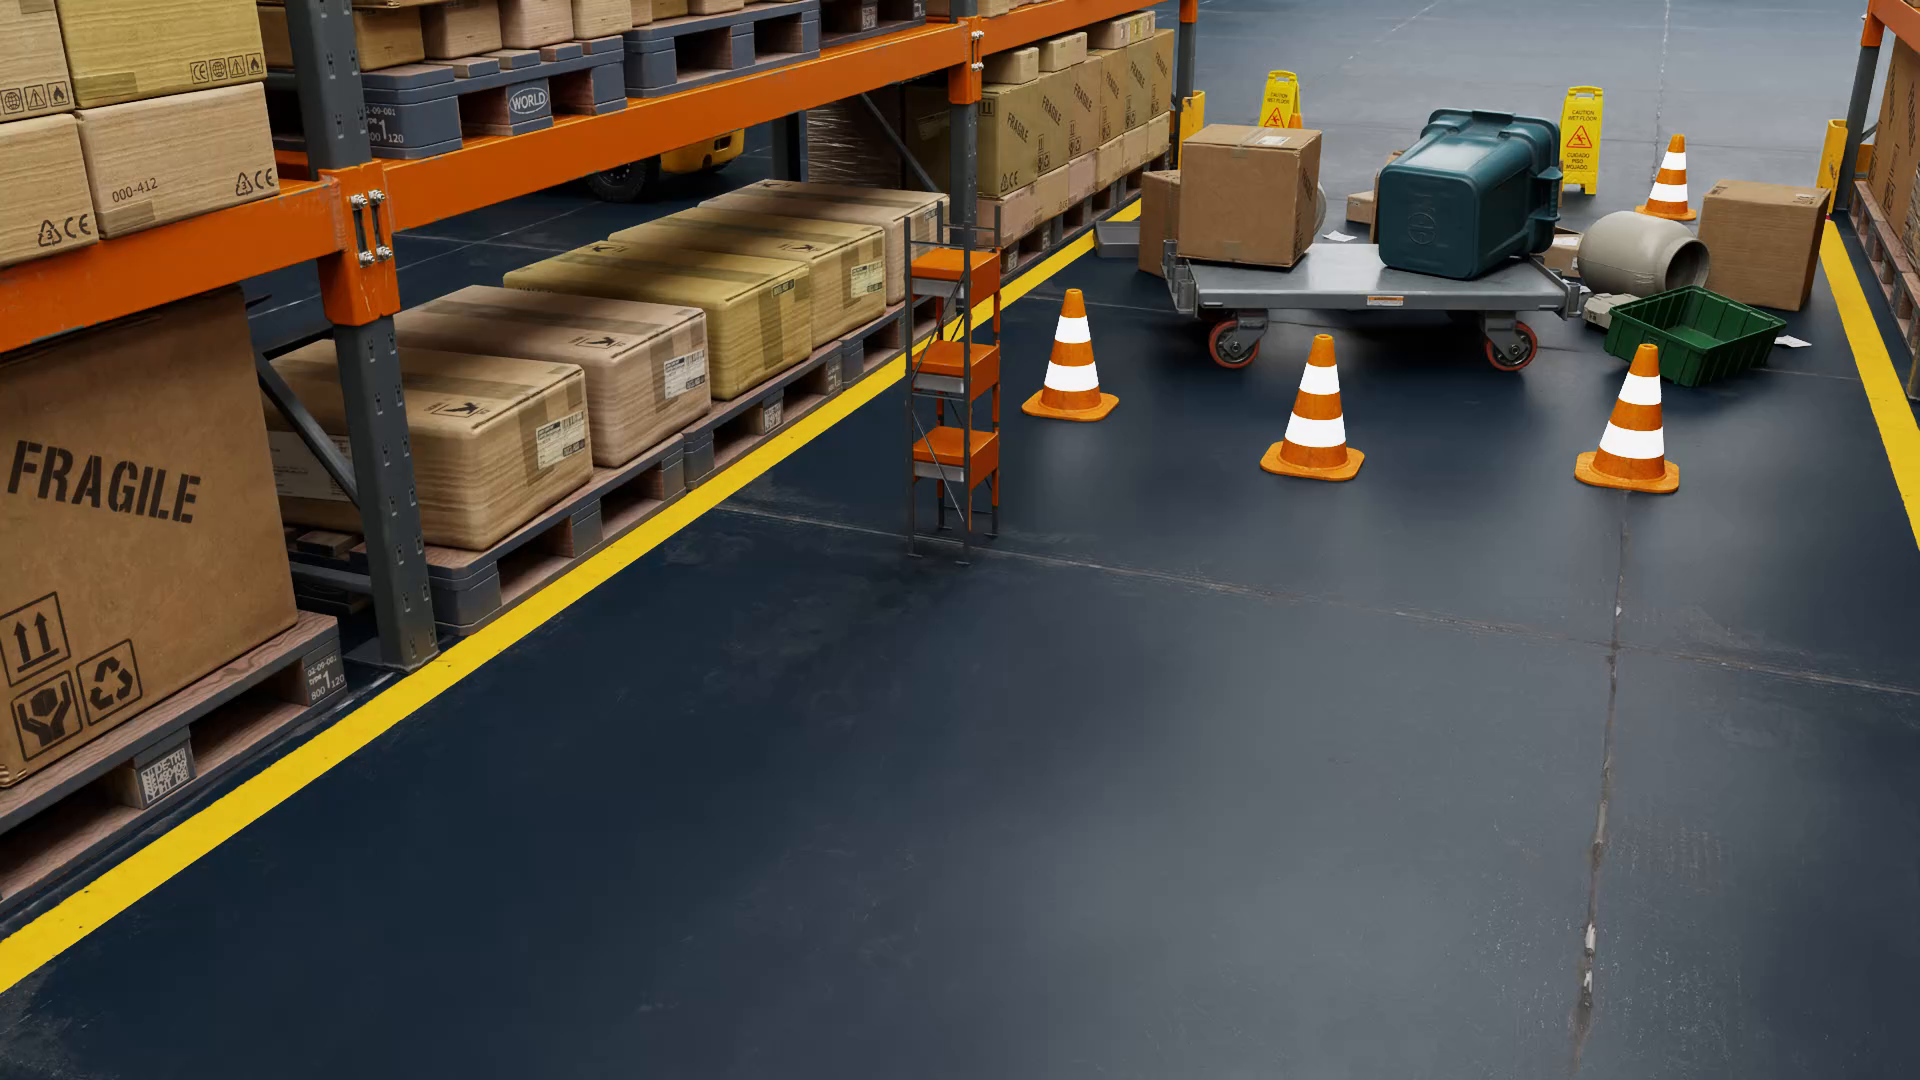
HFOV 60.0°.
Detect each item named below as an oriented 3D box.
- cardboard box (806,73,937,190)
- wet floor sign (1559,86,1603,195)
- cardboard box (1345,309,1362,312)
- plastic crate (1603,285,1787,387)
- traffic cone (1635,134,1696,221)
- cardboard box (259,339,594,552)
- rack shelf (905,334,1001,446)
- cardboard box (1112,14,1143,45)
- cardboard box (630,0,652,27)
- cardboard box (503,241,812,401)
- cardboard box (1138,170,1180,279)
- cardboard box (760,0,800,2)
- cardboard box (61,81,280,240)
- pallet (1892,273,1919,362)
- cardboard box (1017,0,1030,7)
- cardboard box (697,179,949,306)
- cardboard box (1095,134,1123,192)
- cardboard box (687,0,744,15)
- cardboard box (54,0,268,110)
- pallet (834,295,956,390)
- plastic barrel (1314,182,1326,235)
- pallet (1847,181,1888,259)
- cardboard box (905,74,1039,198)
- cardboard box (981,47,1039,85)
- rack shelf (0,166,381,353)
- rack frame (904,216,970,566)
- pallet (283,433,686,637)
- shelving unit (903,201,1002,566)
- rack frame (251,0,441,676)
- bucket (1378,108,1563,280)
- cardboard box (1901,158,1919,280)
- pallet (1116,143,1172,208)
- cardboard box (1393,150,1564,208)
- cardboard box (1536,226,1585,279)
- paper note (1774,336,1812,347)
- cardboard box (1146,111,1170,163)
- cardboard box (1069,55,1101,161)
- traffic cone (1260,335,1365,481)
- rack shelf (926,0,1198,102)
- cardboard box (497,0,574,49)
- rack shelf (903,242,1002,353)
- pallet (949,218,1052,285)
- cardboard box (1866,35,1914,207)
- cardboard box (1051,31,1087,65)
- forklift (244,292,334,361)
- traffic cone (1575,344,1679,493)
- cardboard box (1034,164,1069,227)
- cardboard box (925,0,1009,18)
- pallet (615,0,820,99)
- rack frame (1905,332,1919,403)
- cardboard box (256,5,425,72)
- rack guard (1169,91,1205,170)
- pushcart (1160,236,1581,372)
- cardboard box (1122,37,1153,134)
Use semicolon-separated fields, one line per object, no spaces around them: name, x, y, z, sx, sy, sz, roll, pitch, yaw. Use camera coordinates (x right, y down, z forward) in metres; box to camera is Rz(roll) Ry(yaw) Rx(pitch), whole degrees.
cardboard box;-0.437;-2.072;8.369;0.500;0.500;0.500;8;24;19
wet floor sign;3.884;-2.518;10.440;0.267;0.644;0.232;5;23;11
cardboard box;1.888;-1.274;7.955;0.258;0.266;0.396;-7;24;-17
plastic crate;3.074;-0.857;6.985;0.662;0.188;0.450;-17;38;-35
traffic cone;4.196;-2.153;9.803;0.336;0.463;0.334;9;24;20
cardboard box;-1.674;-0.302;4.945;0.950;0.372;0.625;7;24;16
rack shelf;-0.020;-0.456;5.006;0.215;0.259;0.240;9;24;20
cardboard box;0.853;-2.998;9.745;0.380;0.149;0.250;9;24;21
cardboard box;-1.181;-1.668;5.132;0.380;0.149;0.250;10;25;23
cardboard box;-1.120;-0.838;6.228;0.950;0.372;0.625;10;25;22
cardboard box;1.254;-1.588;8.399;0.500;0.500;0.500;-12;25;-26
cardboard box;-0.735;-2.042;6.029;0.380;0.149;0.250;9;24;20
cardboard box;-1.840;-0.832;3.546;0.500;0.250;0.500;8;24;18
pallet;4.581;-0.853;7.018;1.003;0.211;1.213;9;24;20
cardboard box;0.124;-2.699;8.146;0.380;0.149;0.250;9;24;20
cardboard box;-0.600;-1.344;7.441;0.950;0.372;0.625;9;24;21
cardboard box;0.639;-2.207;9.666;0.500;0.250;0.500;8;24;18
cardboard box;-0.954;-1.859;5.589;0.380;0.149;0.250;10;25;22
cardboard box;-1.837;-1.072;3.469;0.500;0.250;0.500;9;24;20
pallet;-0.695;-0.986;7.336;1.003;0.211;1.213;9;24;20
plastic barrel;1.717;-1.838;9.101;0.421;0.421;0.512;-12;25;-26
pallet;5.487;-1.726;9.108;1.003;0.211;1.213;9;24;20
cardboard box;0.063;-1.995;8.183;0.500;0.500;0.500;10;25;23
cardboard box;0.165;-2.330;8.145;0.380;0.149;0.250;9;24;21
rack shelf;-2.636;-0.072;2.464;1.077;0.370;4.000;9;24;20
rack frame;-0.065;-0.422;4.897;0.200;1.050;0.008;9;24;20
pallet;-1.602;-0.112;5.245;1.003;0.211;1.213;9;24;20
shelving unit;-0.020;-0.465;5.002;0.215;1.050;0.252;9;24;20
rack frame;-1.893;-1.120;4.039;1.000;3.000;0.127;9;24;20
bucket;2.136;-1.448;7.101;0.726;0.611;0.620;19;39;38
cardboard box;4.856;-1.630;7.473;0.875;0.875;0.875;9;24;20
pallet;0.716;-2.383;10.681;1.003;0.211;1.213;9;24;20
cardboard box;2.777;-1.840;9.001;0.797;0.503;0.637;-7;24;-17
cardboard box;3.155;-1.496;8.487;0.396;0.266;0.258;13;26;29
paper note;3.635;-0.879;7.314;0.147;0.020;0.142;-7;24;-17
cardboard box;1.019;-2.571;10.536;0.500;0.250;0.500;9;24;20
cardboard box;0.445;-2.373;9.090;0.500;0.500;0.500;10;25;23
traffic cone;1.253;-0.489;5.821;0.336;0.463;0.334;9;24;20
rack shelf;0.336;-2.935;9.318;1.077;0.370;4.000;9;24;20
cardboard box;-1.319;-1.475;4.670;0.380;0.149;0.250;7;24;17
rack shelf;-0.020;-0.717;4.897;0.215;0.259;0.240;9;24;20
pallet;-0.191;-1.510;8.591;1.003;0.211;1.213;9;24;20
cardboard box;5.521;-2.271;9.008;0.875;0.875;0.875;9;24;20
cardboard box;0.451;-2.611;8.817;0.380;0.149;0.250;10;25;23
forklift;-3.274;-1.633;5.358;1.130;2.935;3.031;8;24;19
traffic cone;2.326;-0.444;5.713;0.336;0.463;0.334;9;24;20
cardboard box;0.250;-1.841;8.789;0.500;0.250;0.500;10;25;23
cardboard box;0.007;-2.502;7.674;0.380;0.149;0.250;9;24;20
pallet;-1.196;-1.745;5.786;1.003;0.211;1.213;9;24;20
rack frame;4.226;-1.879;5.856;1.000;3.000;0.127;9;24;20
cardboard box;-1.600;-1.287;4.221;0.380;0.149;0.250;7;24;17
rack guard;1.050;-2.802;11.309;1.175;0.500;0.348;9;24;20
pushcart;1.728;-1.033;7.233;1.648;0.377;0.936;1;23;2
cardboard box;0.832;-2.742;9.973;0.500;0.500;0.500;10;25;22
